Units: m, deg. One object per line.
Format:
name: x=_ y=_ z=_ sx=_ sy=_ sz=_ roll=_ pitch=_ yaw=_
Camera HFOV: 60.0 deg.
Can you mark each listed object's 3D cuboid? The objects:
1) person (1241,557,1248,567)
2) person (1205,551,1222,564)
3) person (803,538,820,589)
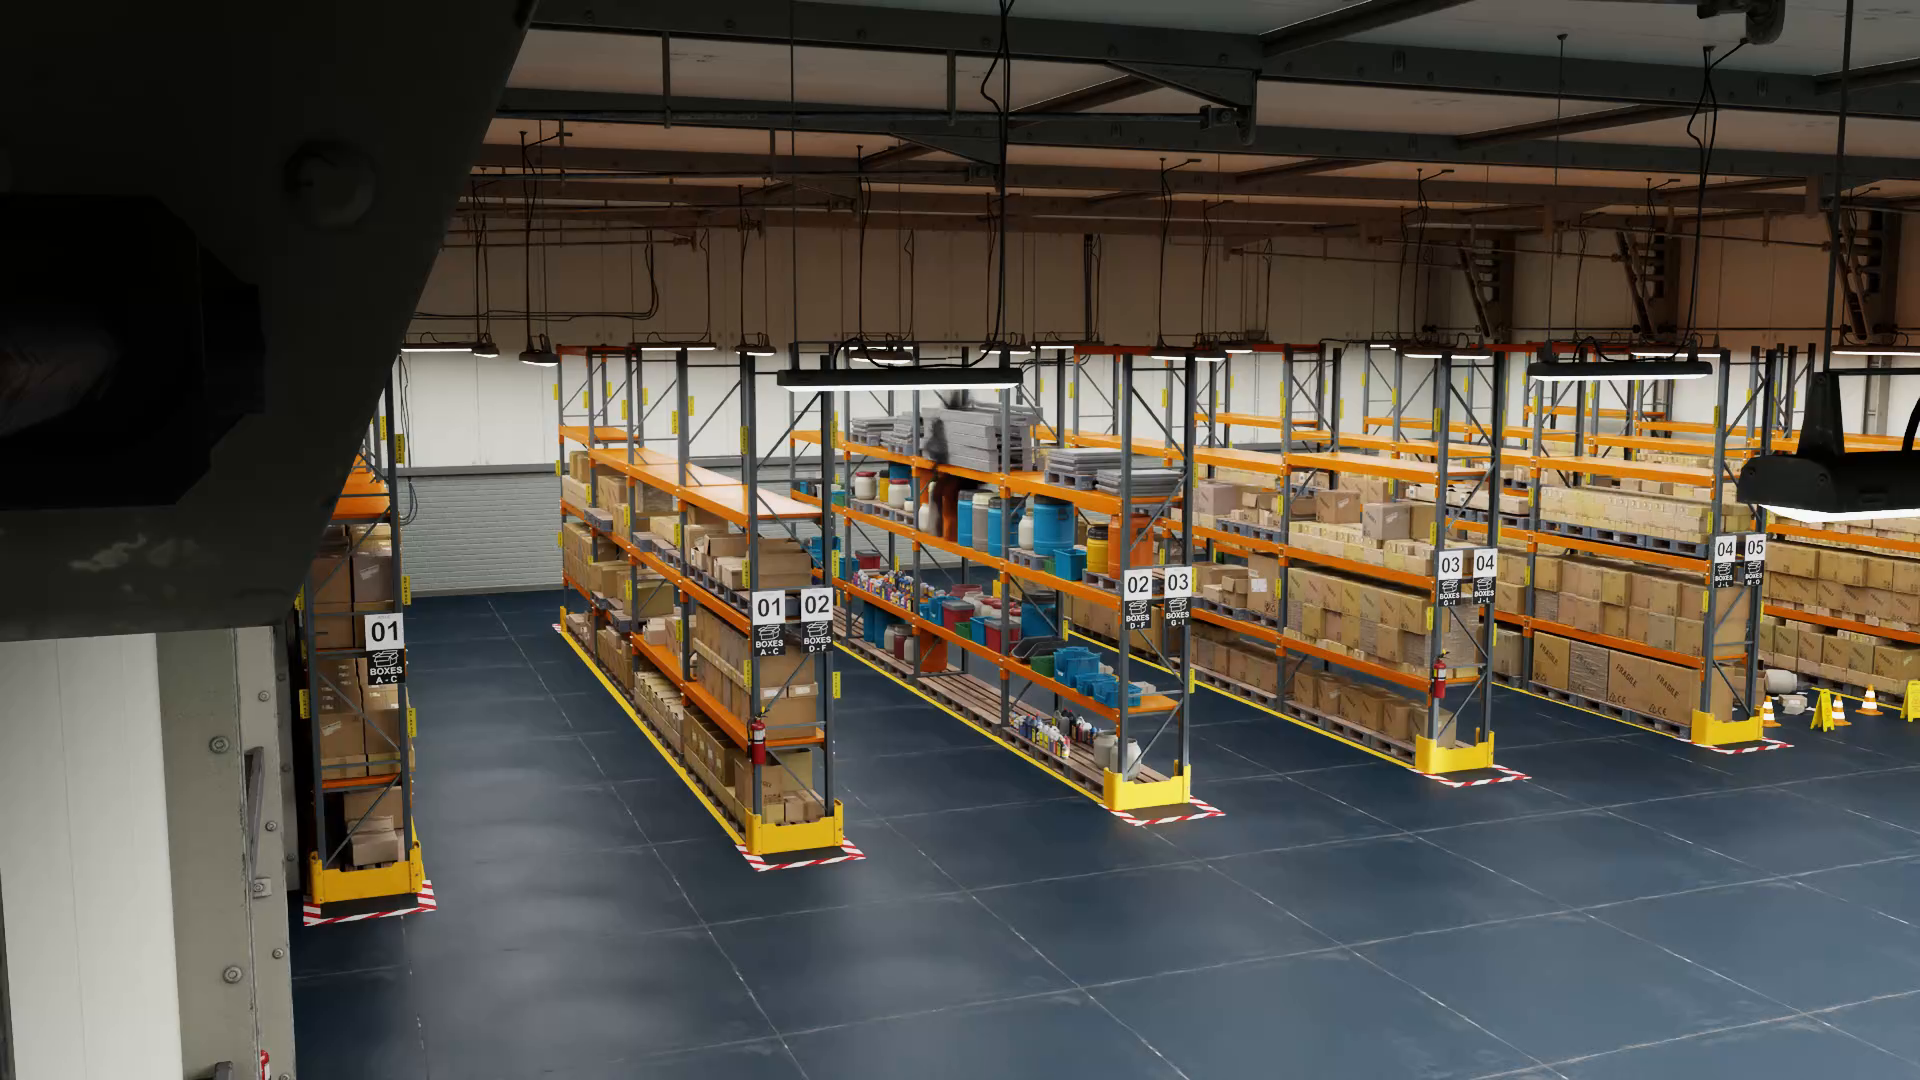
person: x=7.398 y=0.159 z=42.321 sx=0.900 sy=1.648 sz=0.599 roll=-3 pitch=8 yaw=-21
person: x=6.541 y=0.053 z=42.455 sx=0.641 sy=1.778 sz=0.694 roll=7 pitch=10 yaw=43
person: x=-3.463 y=0.742 z=37.811 sx=0.703 sy=1.605 sz=0.615 roll=-2 pitch=7 yaw=-14
